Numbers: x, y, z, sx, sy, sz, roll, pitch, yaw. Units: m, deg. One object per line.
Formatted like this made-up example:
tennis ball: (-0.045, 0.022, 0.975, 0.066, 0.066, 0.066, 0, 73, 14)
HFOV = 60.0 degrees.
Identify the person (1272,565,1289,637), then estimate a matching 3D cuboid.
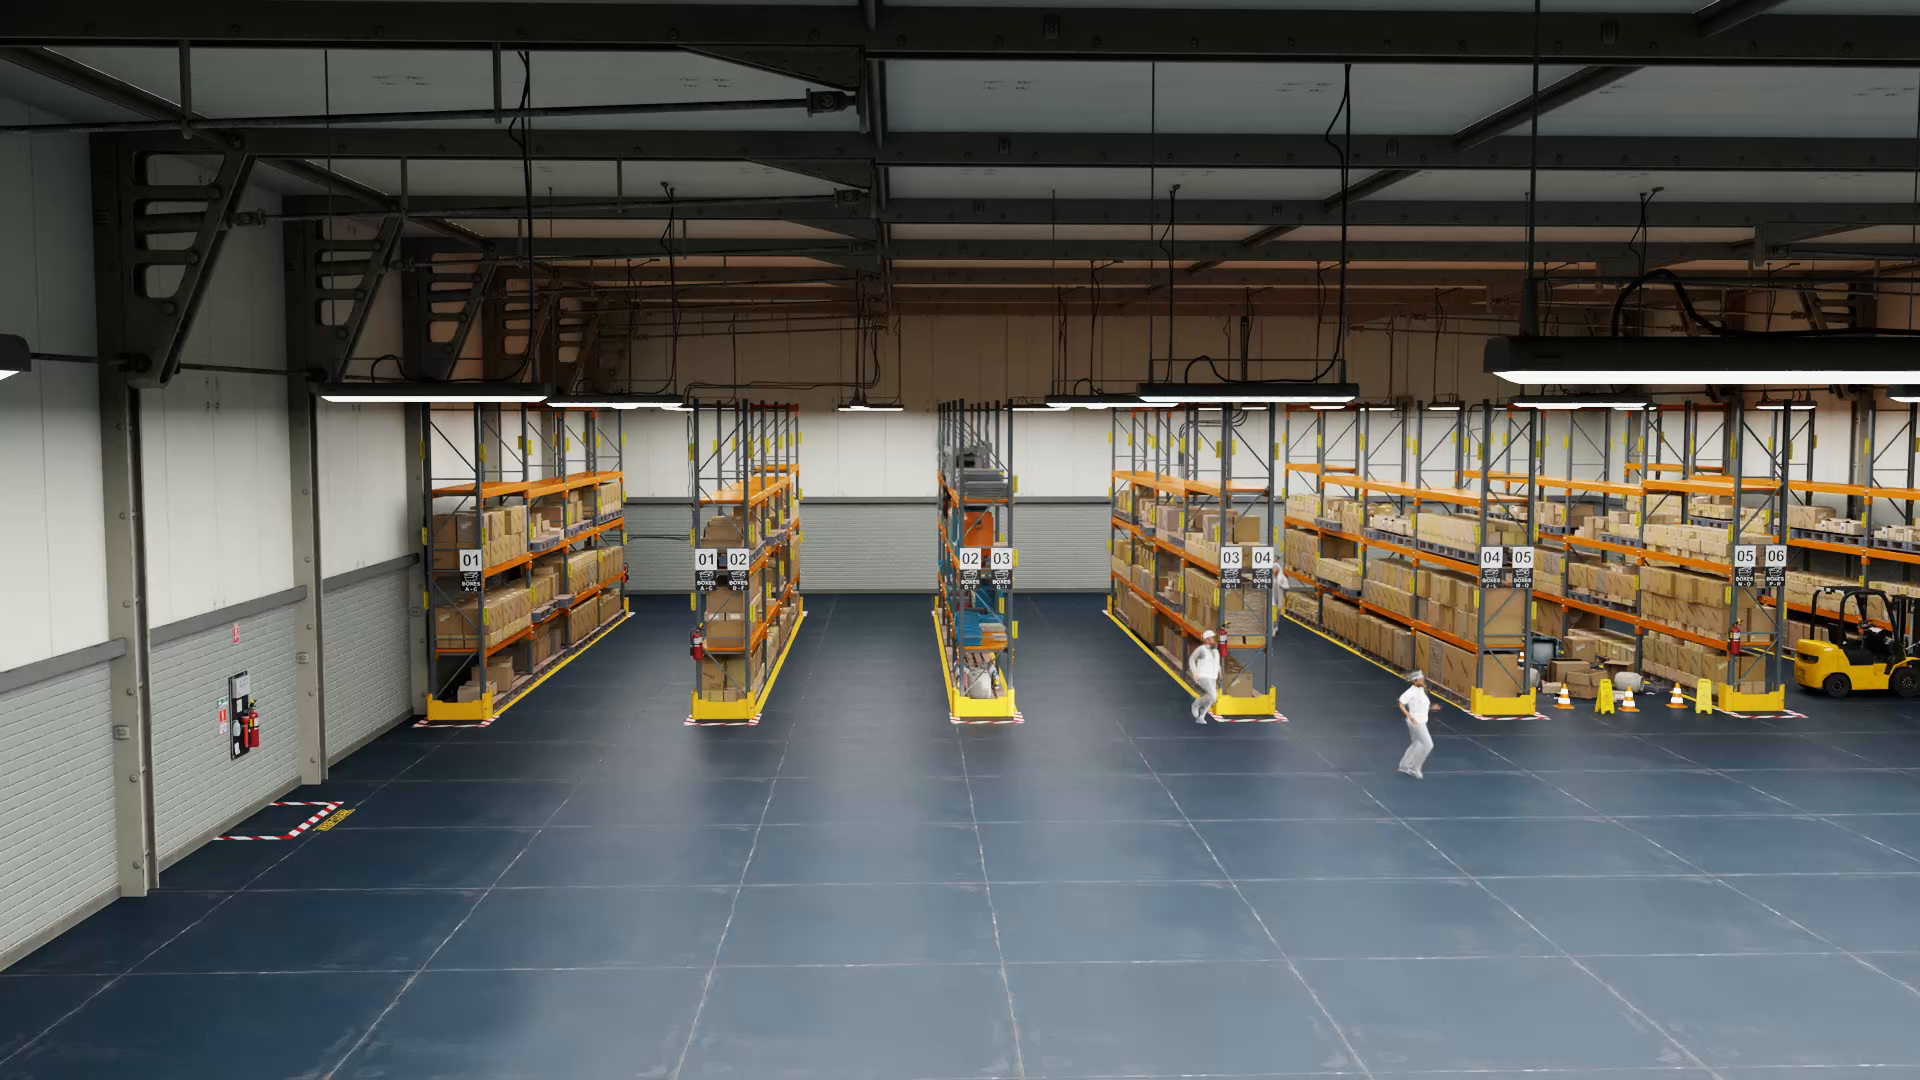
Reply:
person: (8.170, 1.554, 43.122, 0.679, 1.839, 0.885, 0, 4, 1)

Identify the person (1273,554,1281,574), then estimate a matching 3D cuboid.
person: (9.231, 1.228, 48.693, 0.695, 1.670, 0.659, -1, 4, -13)

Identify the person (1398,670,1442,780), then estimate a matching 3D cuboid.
person: (7.216, 2.904, 26.134, 0.660, 1.729, 0.555, 3, 5, 30)

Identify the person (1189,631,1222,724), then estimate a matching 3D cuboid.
person: (4.629, 2.536, 30.794, 0.684, 1.700, 0.534, -4, 6, -40)
